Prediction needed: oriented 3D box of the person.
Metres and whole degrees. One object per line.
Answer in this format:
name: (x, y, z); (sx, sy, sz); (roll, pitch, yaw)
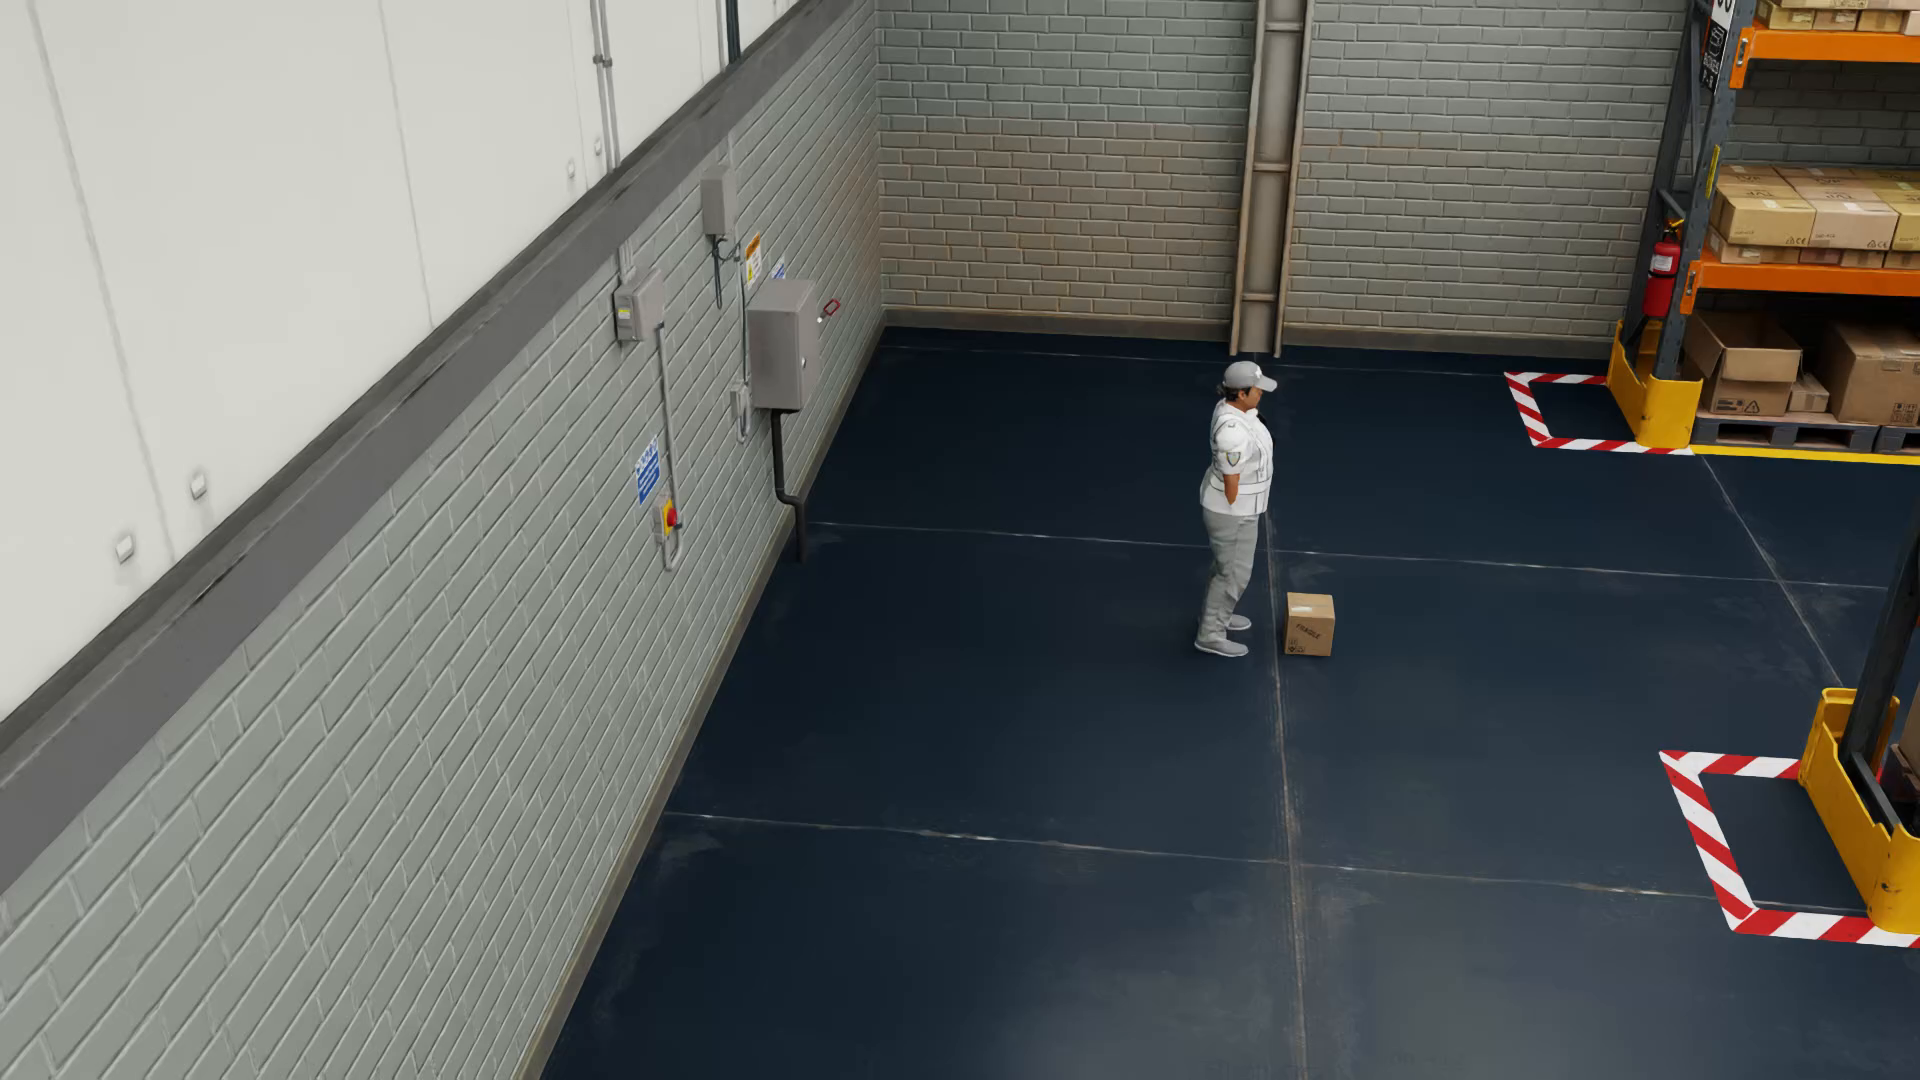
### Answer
person: (1.484, -0.183, 8.981); (0.389, 1.671, 0.468); (4, 29, 8)
